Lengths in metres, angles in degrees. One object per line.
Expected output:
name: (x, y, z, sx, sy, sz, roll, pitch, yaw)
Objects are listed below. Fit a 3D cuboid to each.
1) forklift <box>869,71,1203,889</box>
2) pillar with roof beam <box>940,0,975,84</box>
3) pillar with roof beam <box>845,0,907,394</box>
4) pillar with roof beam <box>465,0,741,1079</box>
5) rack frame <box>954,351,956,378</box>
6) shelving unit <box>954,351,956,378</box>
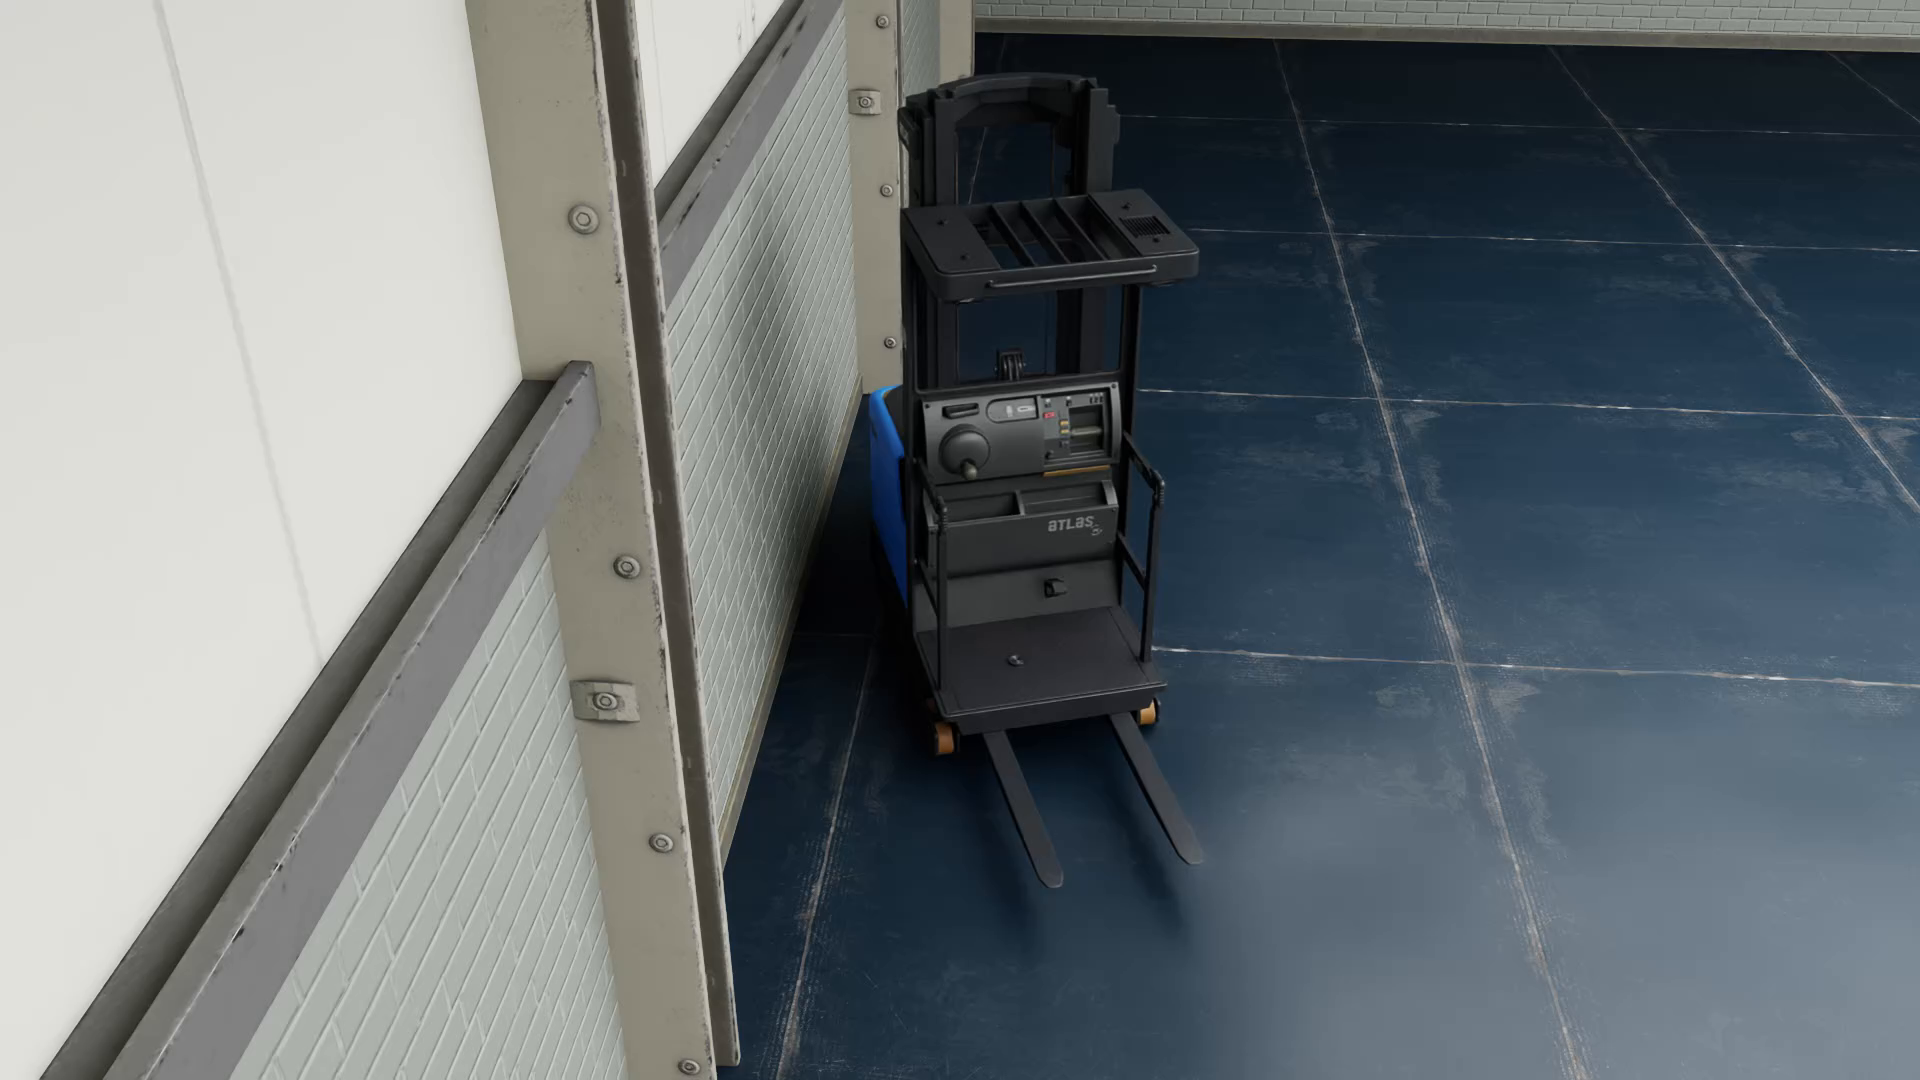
forklift: (0.339, -0.448, 7.464, 1.130, 2.935, 3.031, -7, 32, -11)
pillar with roof beam: (4.262, -7.862, 13.711, 9.100, 9.000, 0.400, 2, 32, 4)
pillar with roof beam: (3.773, -4.725, 8.620, 9.100, 9.000, 0.400, 2, 32, 4)
pillar with roof beam: (3.285, -1.587, 3.529, 9.100, 9.000, 0.400, 2, 32, 4)
rack frame: (-0.128, -0.487, 9.178, 0.240, 1.200, 0.015, -4, 32, -7)
shelving unit: (-0.162, -0.614, 9.383, 0.258, 1.200, 0.503, -4, 32, -7)
